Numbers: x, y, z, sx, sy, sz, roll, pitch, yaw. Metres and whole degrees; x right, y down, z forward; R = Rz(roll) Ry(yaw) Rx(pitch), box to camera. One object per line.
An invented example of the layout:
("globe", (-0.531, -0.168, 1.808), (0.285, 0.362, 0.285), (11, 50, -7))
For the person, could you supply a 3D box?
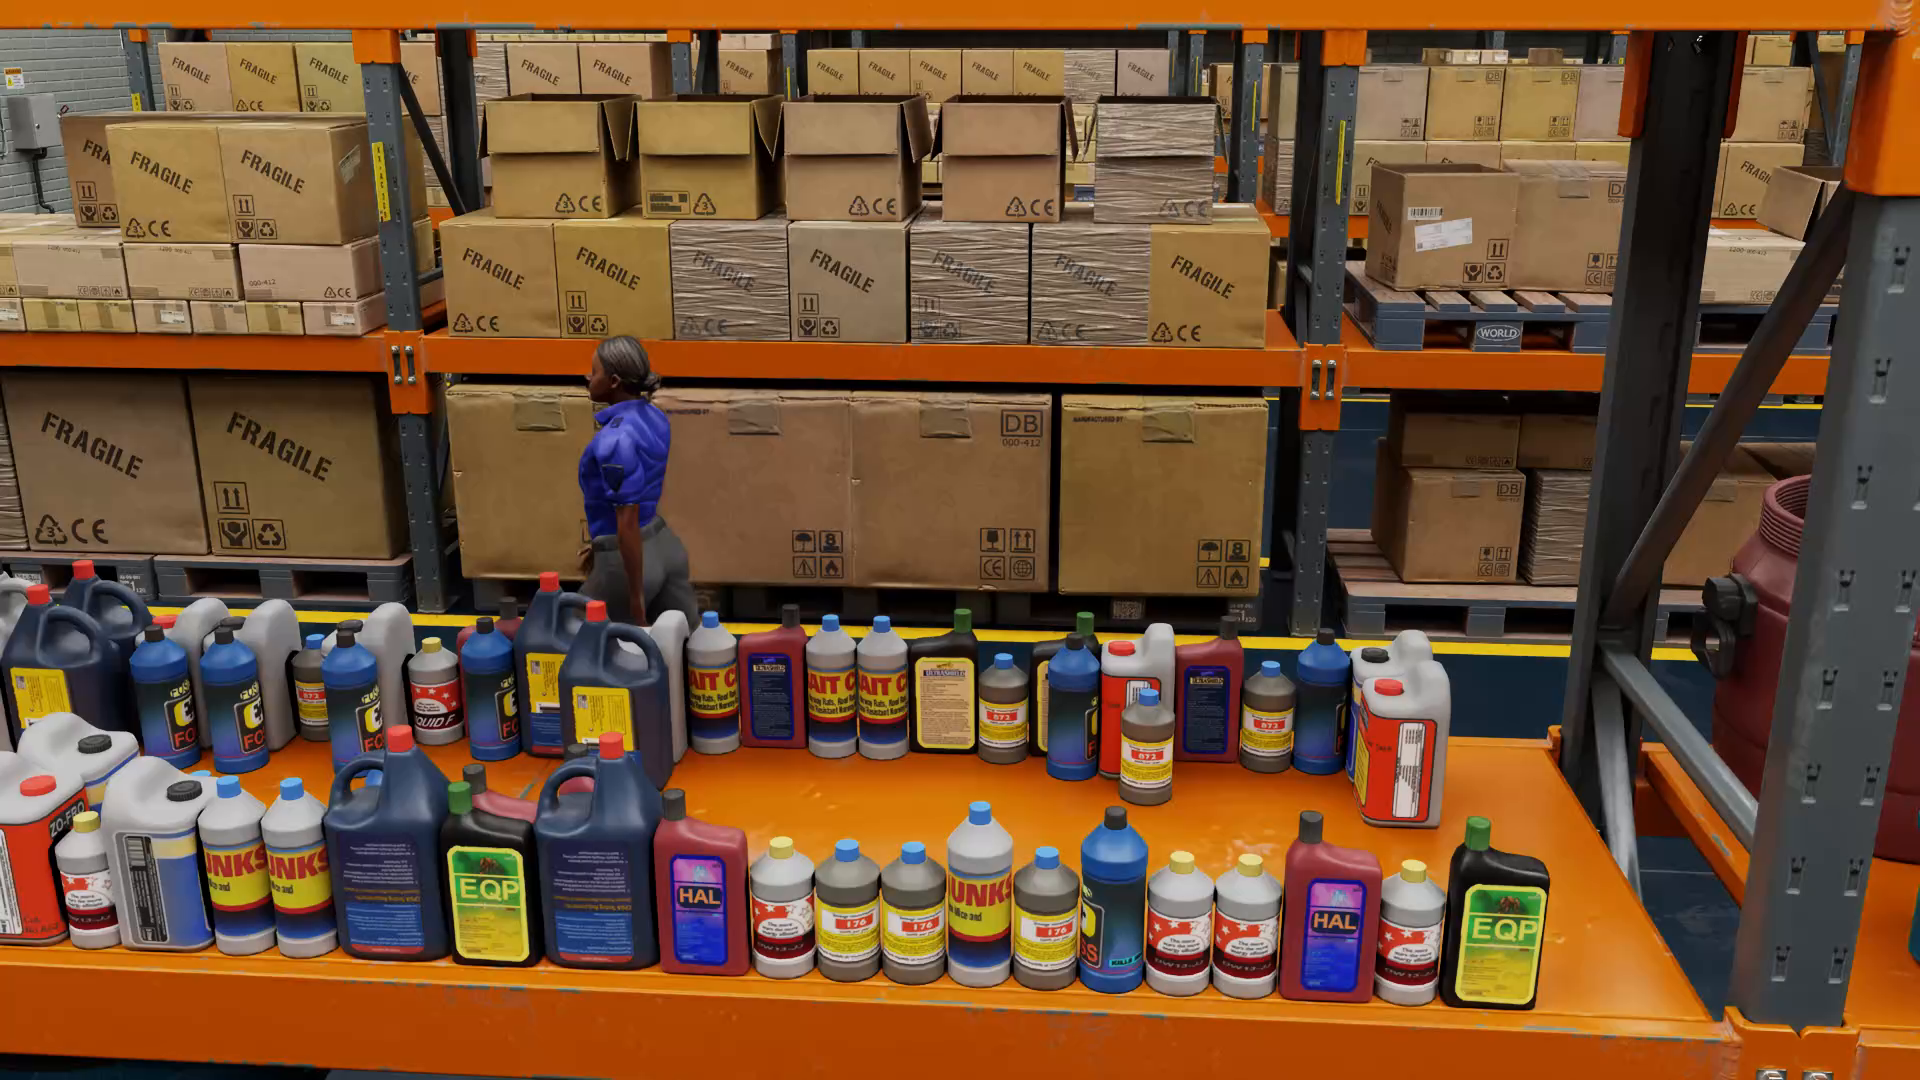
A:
("person", (-1.194, 0.082, 5.749), (0.965, 1.603, 0.460), (5, 18, 16))
